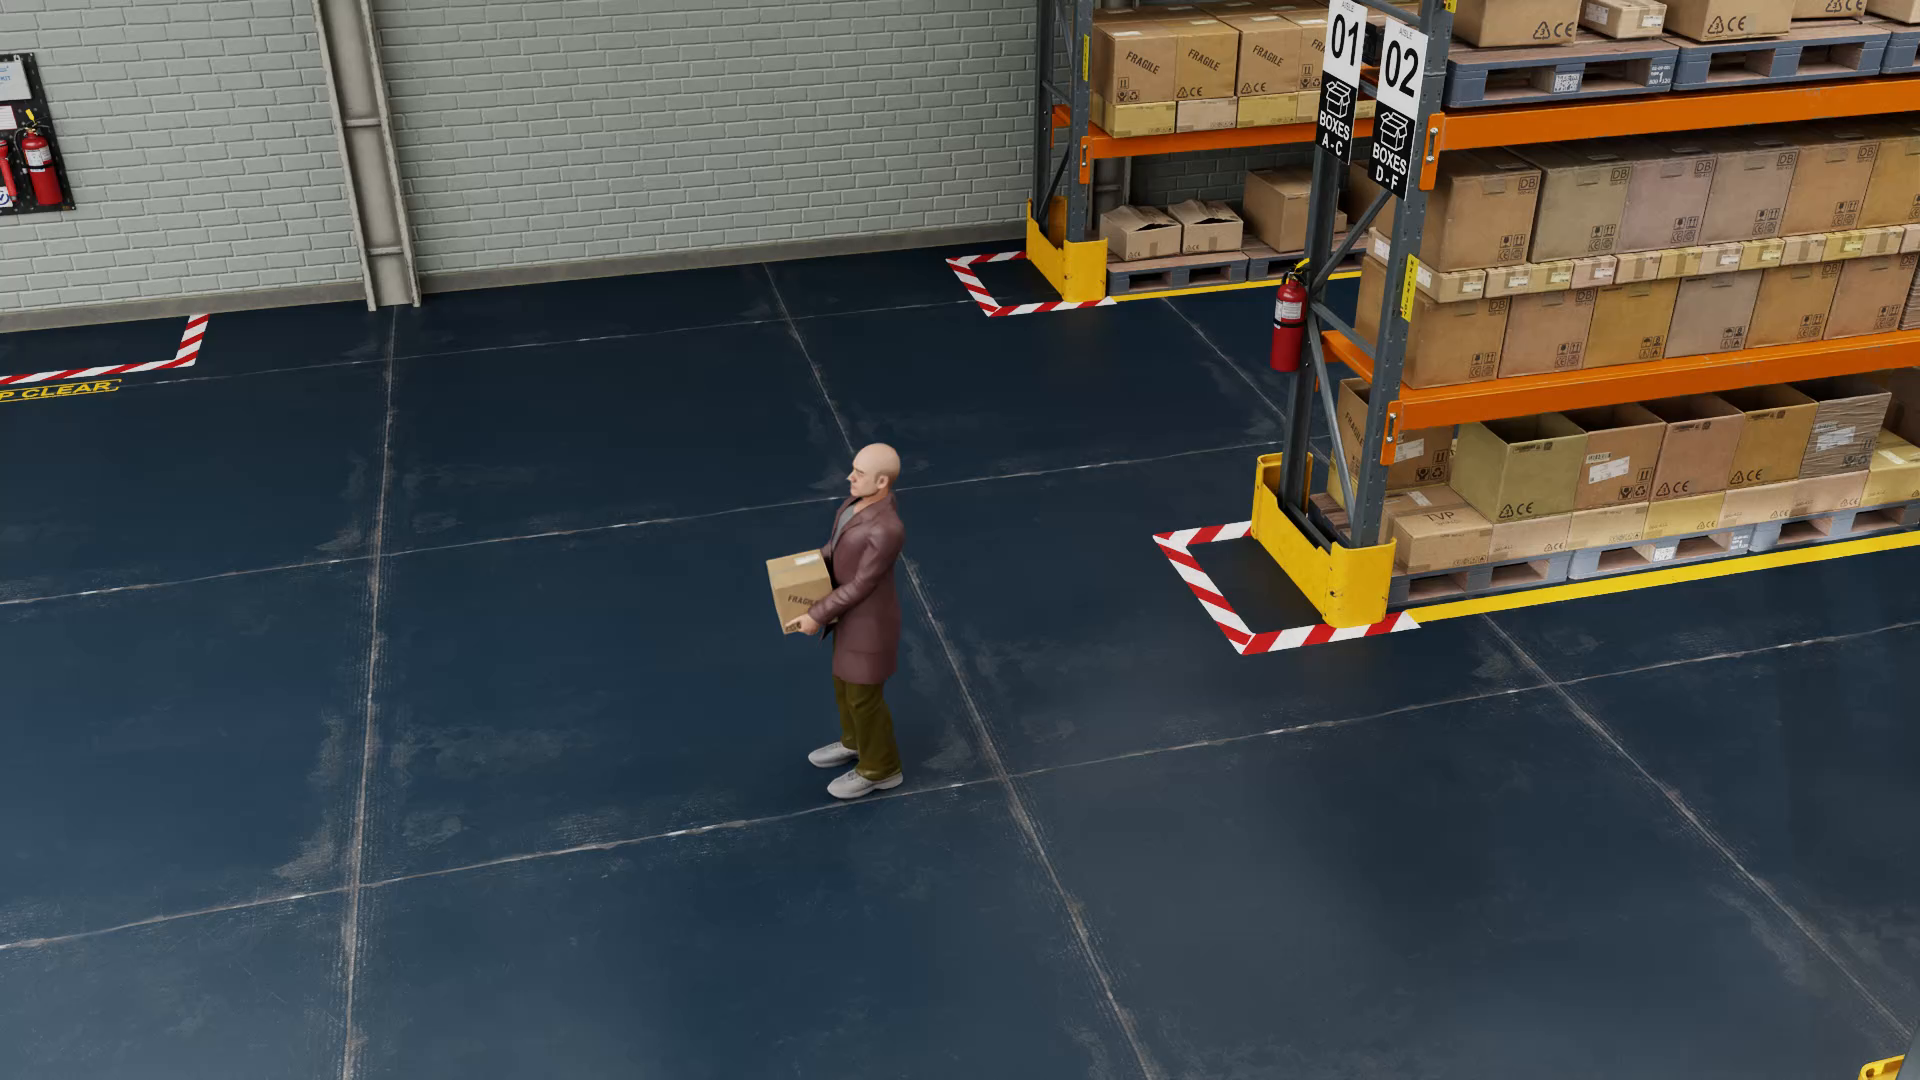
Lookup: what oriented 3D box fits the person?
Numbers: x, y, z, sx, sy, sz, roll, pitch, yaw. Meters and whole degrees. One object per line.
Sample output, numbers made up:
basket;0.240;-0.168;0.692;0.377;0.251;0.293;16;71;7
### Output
person;-0.535;0.372;7.618;0.563;1.770;0.528;-7;31;-12
